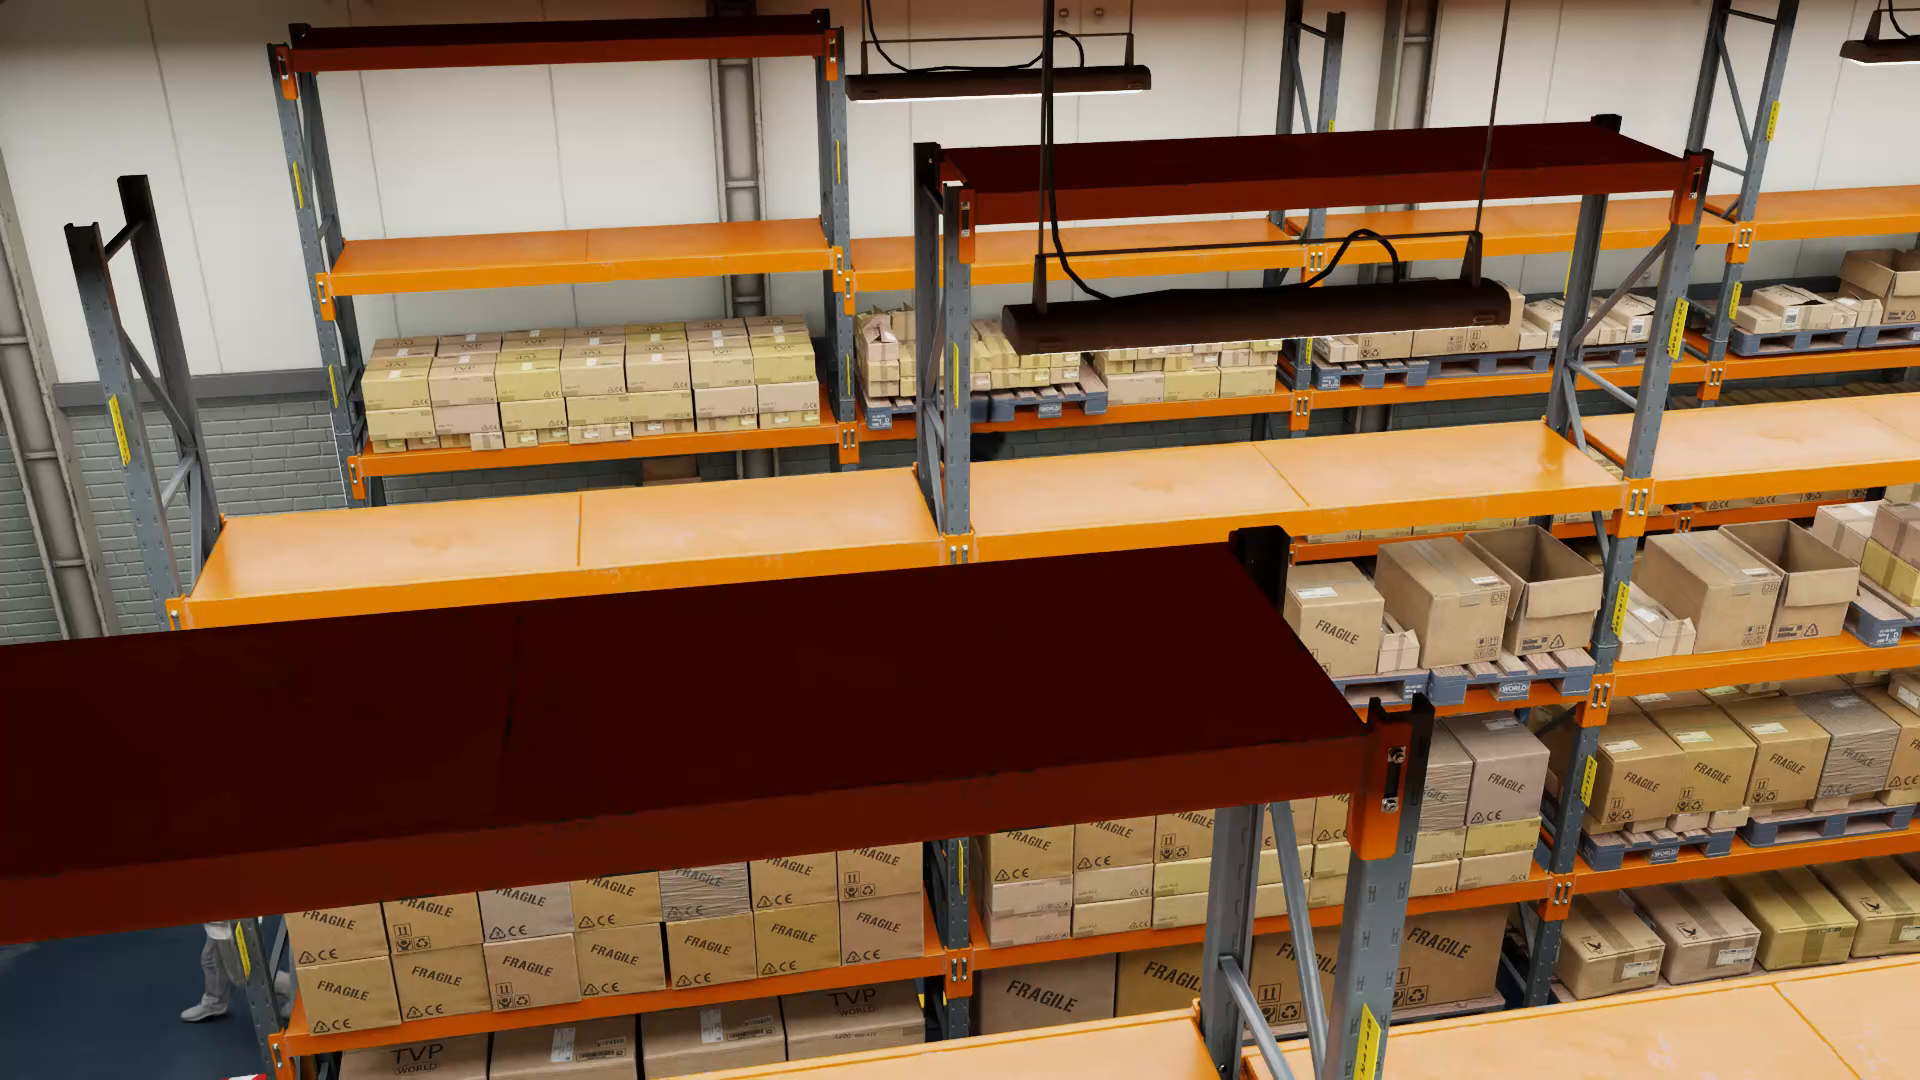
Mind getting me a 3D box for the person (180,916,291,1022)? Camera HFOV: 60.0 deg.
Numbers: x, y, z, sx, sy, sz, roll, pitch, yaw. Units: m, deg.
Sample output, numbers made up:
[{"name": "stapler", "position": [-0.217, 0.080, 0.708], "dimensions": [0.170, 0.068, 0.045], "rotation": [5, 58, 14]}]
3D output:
[{"name": "person", "position": [-4.864, 2.528, 11.048], "dimensions": [0.914, 1.731, 0.688], "rotation": [-9, 27, -19]}]
